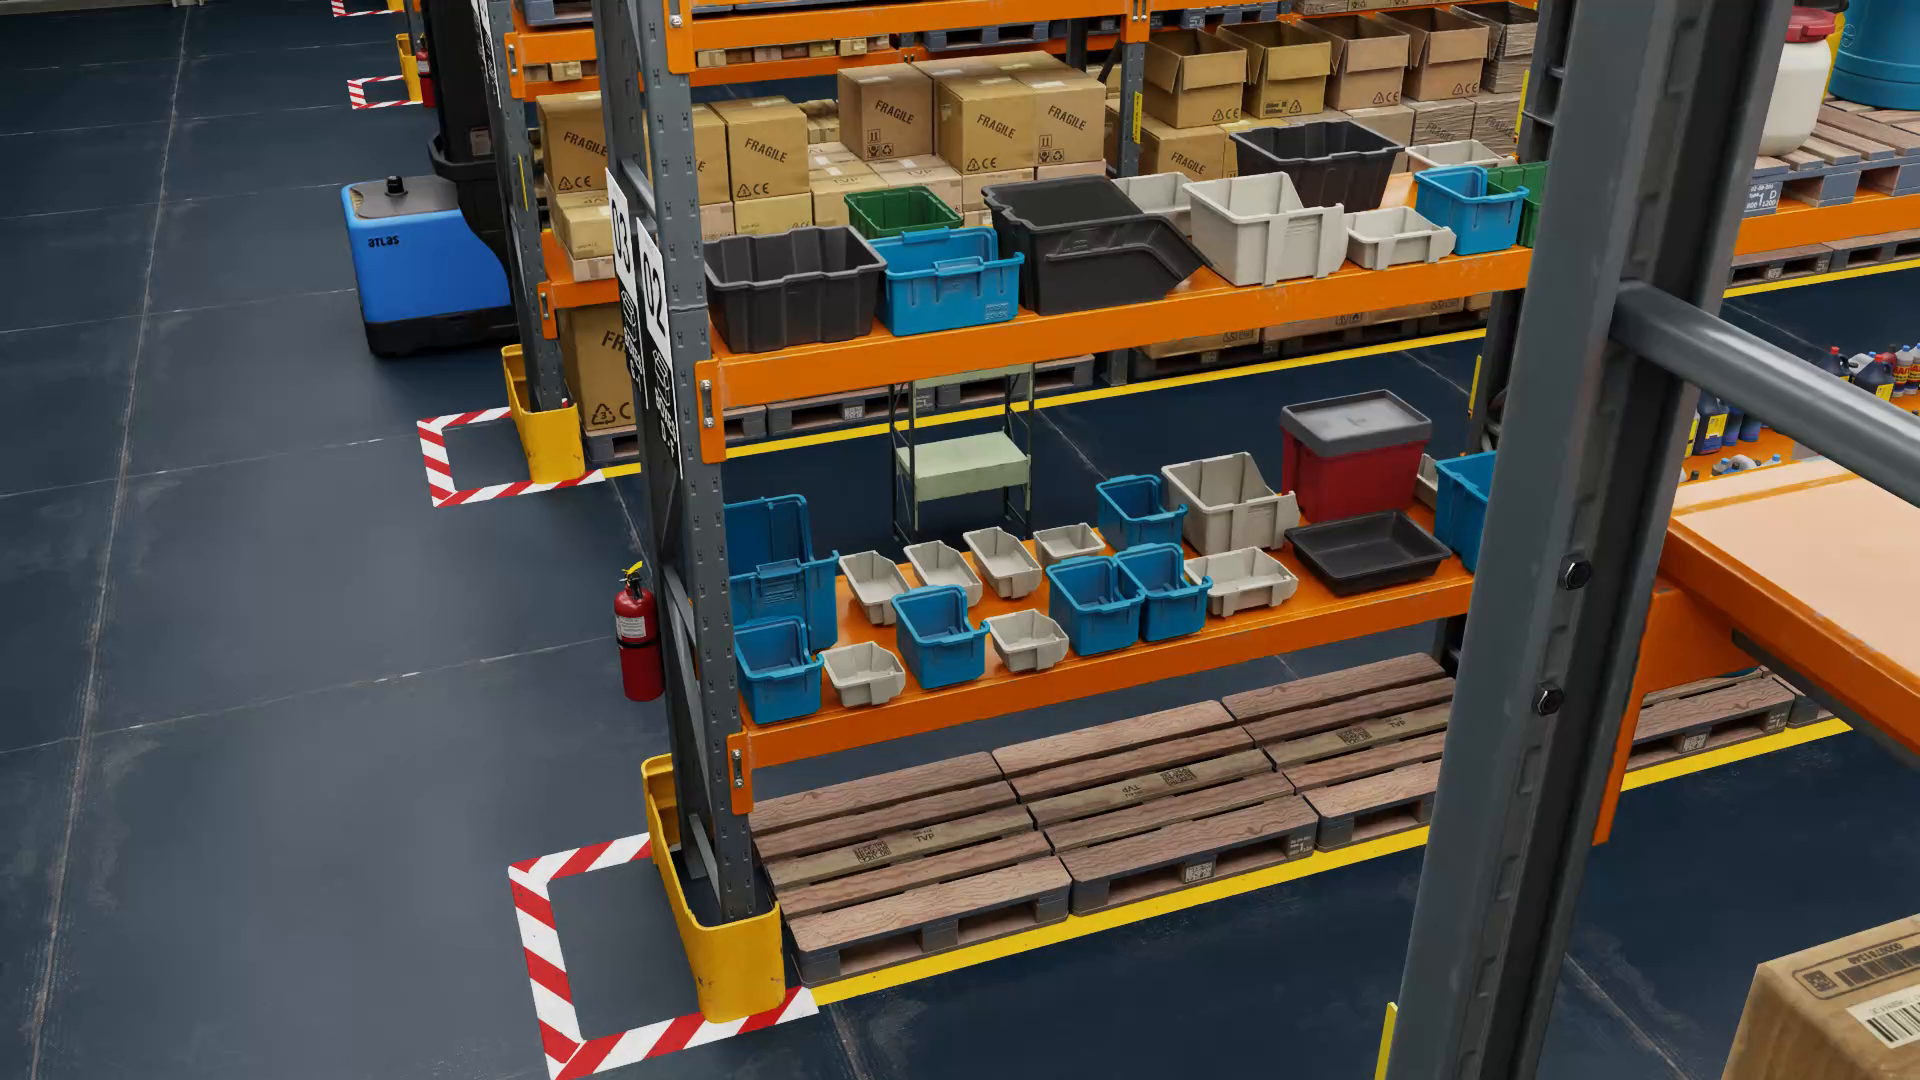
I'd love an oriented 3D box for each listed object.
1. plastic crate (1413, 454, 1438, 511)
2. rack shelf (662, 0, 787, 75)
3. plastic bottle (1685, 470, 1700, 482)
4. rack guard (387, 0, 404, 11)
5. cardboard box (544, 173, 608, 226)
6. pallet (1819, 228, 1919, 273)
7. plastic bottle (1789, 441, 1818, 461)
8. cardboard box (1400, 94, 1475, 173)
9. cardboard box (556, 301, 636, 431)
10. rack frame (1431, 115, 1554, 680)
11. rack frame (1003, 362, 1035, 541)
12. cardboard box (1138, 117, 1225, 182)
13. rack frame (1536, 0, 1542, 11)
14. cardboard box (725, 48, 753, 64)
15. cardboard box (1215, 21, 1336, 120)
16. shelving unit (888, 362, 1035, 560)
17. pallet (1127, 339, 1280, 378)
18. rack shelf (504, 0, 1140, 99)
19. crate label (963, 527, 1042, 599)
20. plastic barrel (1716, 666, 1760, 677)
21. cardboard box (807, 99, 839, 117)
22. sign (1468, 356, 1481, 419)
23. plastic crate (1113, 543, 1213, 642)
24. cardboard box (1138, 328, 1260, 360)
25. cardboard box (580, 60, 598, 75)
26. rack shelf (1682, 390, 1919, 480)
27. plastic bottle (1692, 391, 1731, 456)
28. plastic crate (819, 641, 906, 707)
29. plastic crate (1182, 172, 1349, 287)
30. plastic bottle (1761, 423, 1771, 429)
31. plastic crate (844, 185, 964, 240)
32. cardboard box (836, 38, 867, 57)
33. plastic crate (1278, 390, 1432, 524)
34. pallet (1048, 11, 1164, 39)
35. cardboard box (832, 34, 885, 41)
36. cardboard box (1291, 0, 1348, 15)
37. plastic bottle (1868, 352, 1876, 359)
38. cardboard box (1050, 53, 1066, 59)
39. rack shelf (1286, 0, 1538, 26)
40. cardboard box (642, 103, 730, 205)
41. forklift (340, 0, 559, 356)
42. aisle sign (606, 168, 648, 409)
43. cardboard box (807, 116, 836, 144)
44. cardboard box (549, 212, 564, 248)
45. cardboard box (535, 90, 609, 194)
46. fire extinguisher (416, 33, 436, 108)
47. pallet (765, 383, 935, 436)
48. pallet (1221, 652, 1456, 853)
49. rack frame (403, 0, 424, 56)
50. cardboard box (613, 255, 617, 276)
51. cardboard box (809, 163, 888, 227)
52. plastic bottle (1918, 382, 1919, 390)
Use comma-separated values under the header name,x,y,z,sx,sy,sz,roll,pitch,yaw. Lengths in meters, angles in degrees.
name,x,y,z,sx,sy,sz,roll,pitch,yaw
plastic crate,2.221,-0.248,7.711,0.243,0.136,0.396,-10,31,-18
rack shelf,0.833,-2.125,5.872,4.000,0.370,1.077,-10,31,-18
plastic bottle,3.325,-0.188,7.518,0.133,0.283,0.061,-10,31,-18
rack guard,-7.887,-7.785,23.260,0.348,0.500,1.175,-10,31,-18
cardboard box,-2.407,-2.229,10.833,0.500,0.250,0.500,-11,31,-18
pallet,7.749,-2.683,14.596,1.213,0.211,1.003,-10,31,-18
plastic bottle,4.089,-0.430,7.951,0.135,0.276,0.152,-10,31,-18
cardboard box,3.398,-3.008,12.248,0.500,0.500,0.500,-11,32,-19
cardboard box,-2.197,-1.365,11.188,0.875,0.875,0.875,-10,31,-18
rack frame,2.707,-0.350,7.685,0.127,3.000,1.000,-10,31,-18
rack frame,0.349,-0.716,9.842,0.023,1.500,0.400,-10,31,-18
cardboard box,1.499,-2.655,11.630,0.500,0.500,0.500,-10,31,-17
rack frame,4.729,-3.339,12.931,0.127,3.000,1.000,-10,31,-18
cardboard box,-2.067,-4.473,15.176,0.250,0.149,0.380,-11,31,-18
cardboard box,2.223,-3.355,11.845,0.637,0.503,0.797,-10,31,-17
shelving unit,0.006,-0.653,9.731,0.755,1.500,0.431,-10,31,-18
pallet,1.677,-1.605,12.704,1.213,0.211,1.003,-10,31,-18
rack shelf,-0.894,-3.294,10.548,4.000,0.370,1.077,-10,31,-18
crate label,0.189,0.101,7.099,0.243,0.136,0.396,-10,31,-18
plastic barrel,3.887,0.171,8.466,0.708,0.901,0.600,-10,31,-18
cardboard box,-1.328,-4.186,16.272,0.250,0.149,0.380,-9,31,-15
sign,2.517,-0.726,8.065,0.005,0.325,0.100,-10,31,-18
plastic crate,0.820,0.218,6.797,0.300,0.233,0.416,-10,31,-18
cardboard box,1.573,-2.027,12.351,0.875,0.875,1.225,-10,31,-17
cardboard box,-3.295,-4.264,14.809,0.250,0.149,0.380,-9,31,-15
rack shelf,4.582,-0.383,8.470,4.000,0.370,1.077,-10,31,-18
plastic bottle,3.678,-0.605,8.181,0.185,0.351,0.144,-10,31,-18
plastic crate,-0.366,0.522,6.360,0.298,0.136,0.250,-10,31,-18
plastic crate,1.143,-1.151,6.181,0.530,0.282,0.437,-10,31,-18
plastic bottle,4.123,-0.728,8.473,0.135,0.276,0.152,-10,31,-18
plastic crate,-0.217,-1.174,6.315,0.336,0.188,0.450,-10,31,-18
cardboard box,-1.044,-4.605,15.407,0.250,0.149,0.380,-11,32,-19
plastic crate,1.783,-0.367,7.588,0.583,0.464,0.402,-10,31,-18
pallet,1.253,-5.213,16.415,1.213,0.211,1.003,-10,31,-18
cardboard box,-1.009,-4.925,15.314,0.500,0.500,0.500,-10,31,-18
cardboard box,3.609,-5.653,16.892,0.500,0.500,0.500,-10,31,-17
plastic bottle,4.737,-0.854,8.699,0.097,0.271,0.097,0,30,0
cardboard box,0.932,-4.815,16.866,0.500,0.250,0.500,-12,32,-20
rack shelf,4.969,-5.690,17.785,4.000,0.370,1.077,-10,31,-18
cardboard box,-1.756,-2.392,10.362,0.500,0.500,0.500,-11,32,-19
forklift,-3.168,-3.105,12.589,3.031,2.935,1.130,-11,32,-19
aisle sign,-1.211,-0.913,6.047,0.004,0.787,0.394,-10,31,-18
cardboard box,-1.354,-3.878,15.732,0.250,0.149,0.380,-11,31,-18
cardboard box,-2.550,-2.063,10.945,0.250,0.149,0.380,-10,31,-17
cardboard box,-2.404,-2.554,10.646,0.500,0.500,0.500,-10,31,-17
fire extinguisher,-4.800,-4.252,14.988,0.183,0.674,0.296,-10,31,-18
pallet,-0.905,-1.129,11.870,1.213,0.211,1.003,-10,31,-18
pallet,2.032,1.006,8.121,1.213,0.211,1.003,-10,31,-18
rack frame,-6.224,-6.556,18.577,0.127,3.000,1.000,-10,31,-18
cardboard box,-2.081,-1.802,10.487,0.250,0.149,0.380,-11,31,-18
cardboard box,-0.780,-2.250,10.871,0.500,0.250,0.500,-11,31,-19
plastic bottle,5.147,-0.944,8.845,0.133,0.283,0.061,-10,31,-18
